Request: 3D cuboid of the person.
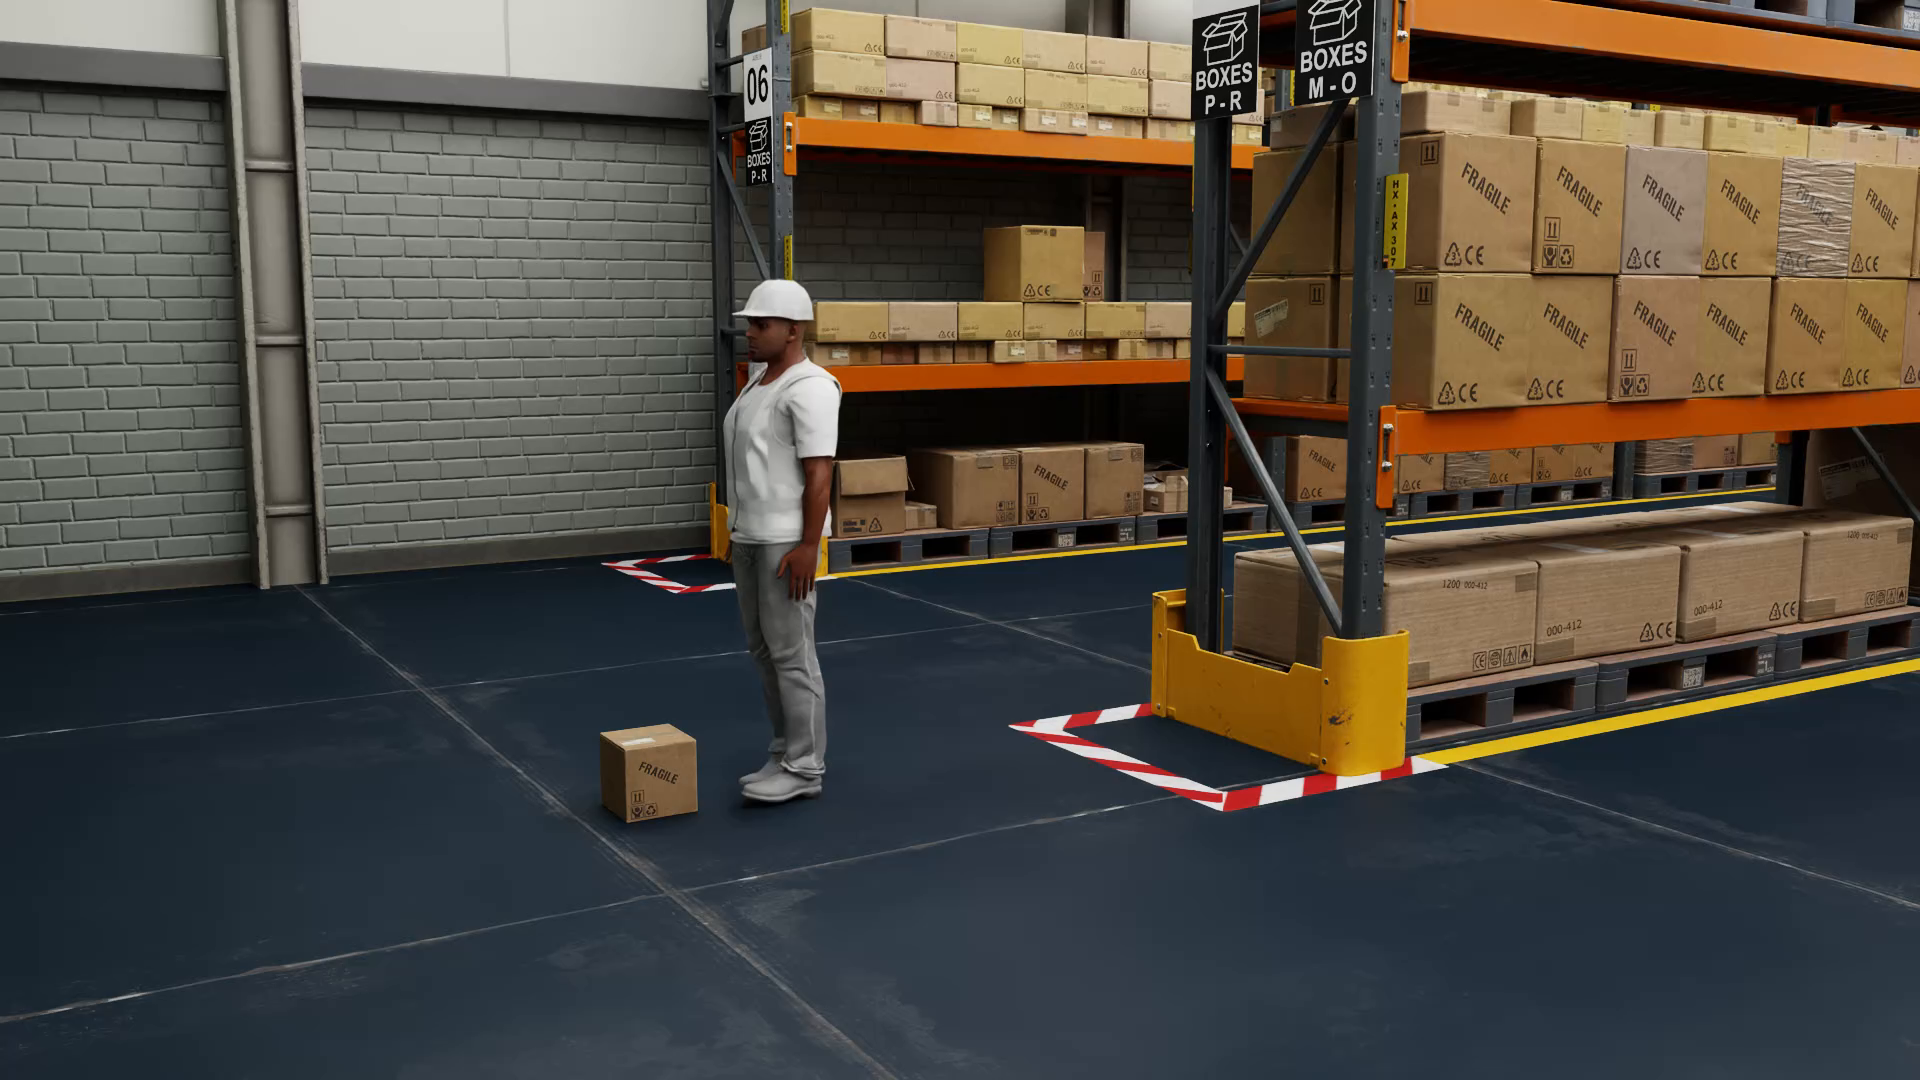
[{"bbox_3d":[-0.630,0.013,5.730,0.402,1.798,0.566,-5,9,-29],"label":"person"}]
